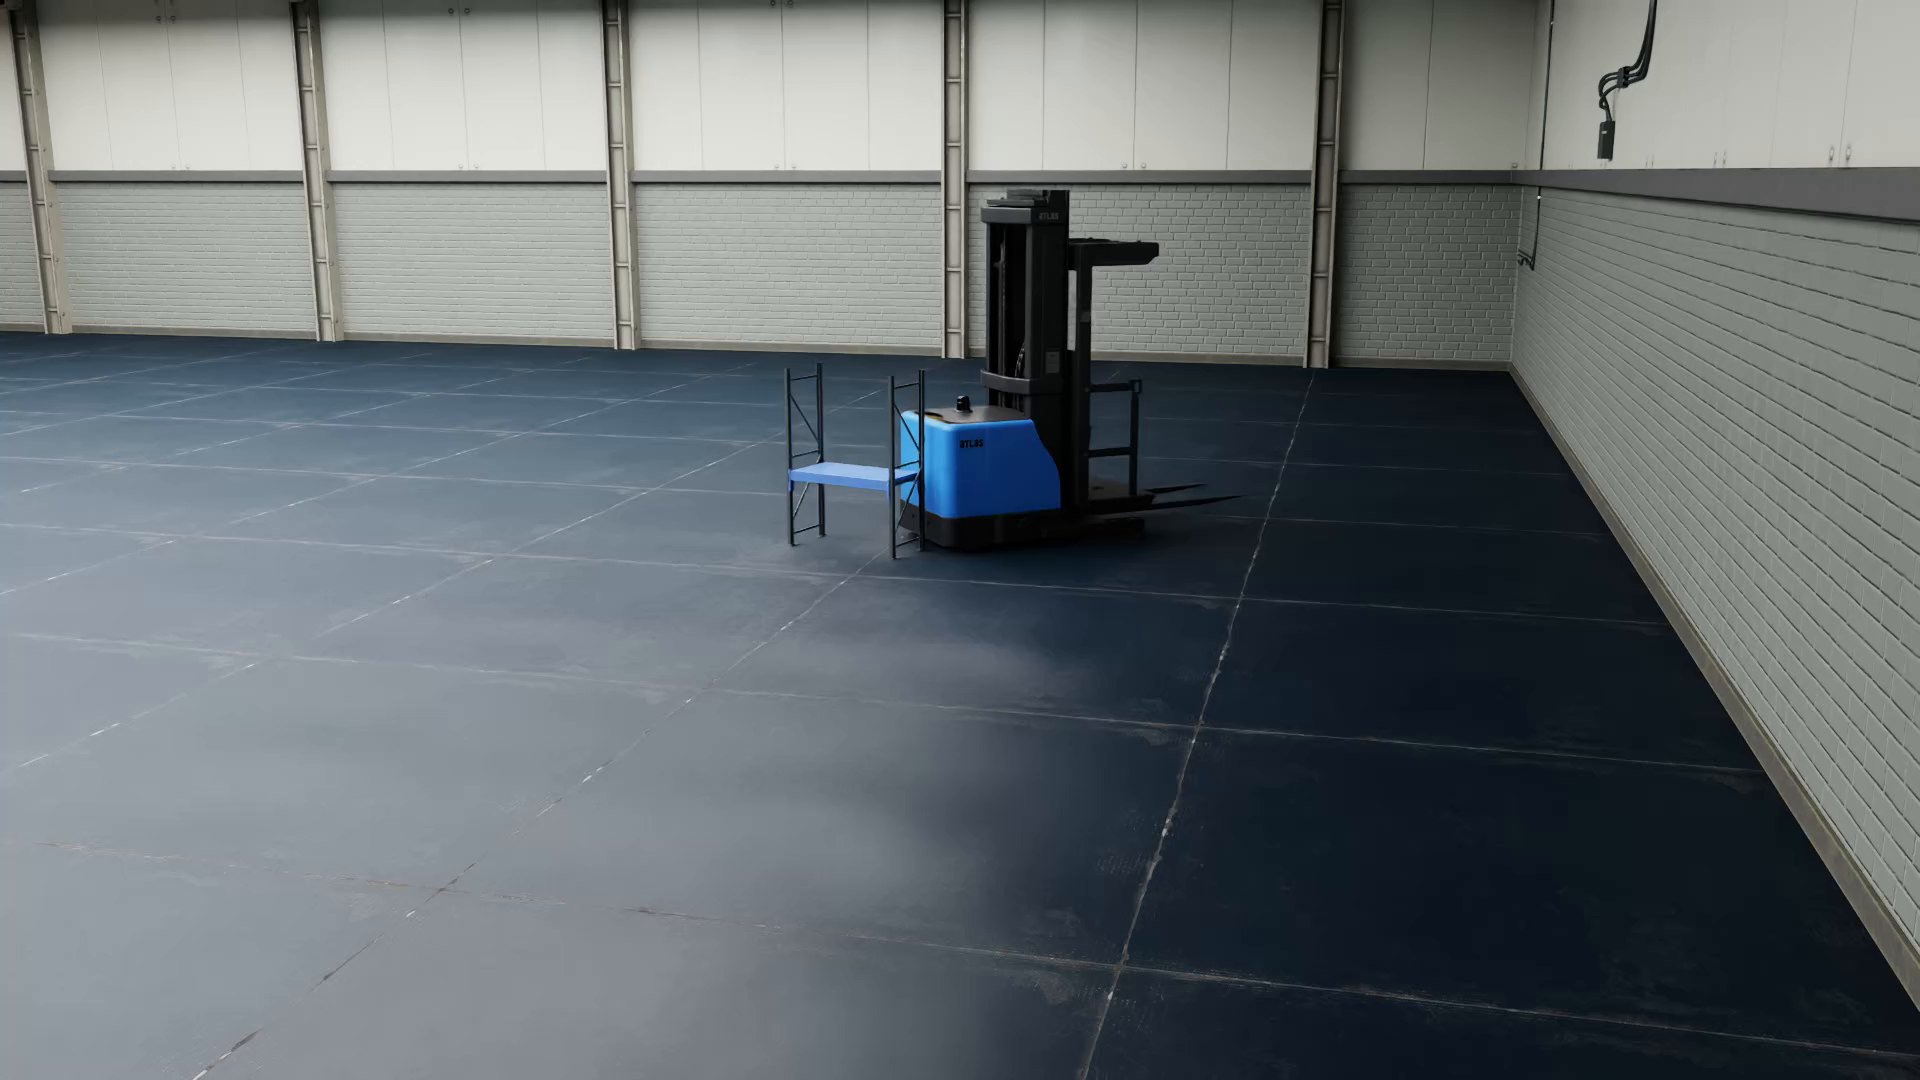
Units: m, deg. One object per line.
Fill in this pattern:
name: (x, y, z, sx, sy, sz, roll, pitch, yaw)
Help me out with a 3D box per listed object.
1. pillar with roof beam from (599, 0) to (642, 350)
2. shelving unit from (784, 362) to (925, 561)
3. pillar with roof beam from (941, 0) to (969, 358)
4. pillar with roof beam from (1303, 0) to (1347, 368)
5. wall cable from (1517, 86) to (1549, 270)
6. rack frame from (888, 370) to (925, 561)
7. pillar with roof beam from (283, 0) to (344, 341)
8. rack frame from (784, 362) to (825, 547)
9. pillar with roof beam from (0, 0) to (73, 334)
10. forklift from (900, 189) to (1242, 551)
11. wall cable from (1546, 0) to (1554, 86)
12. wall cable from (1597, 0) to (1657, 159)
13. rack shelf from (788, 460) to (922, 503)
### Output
pillar with roof beam: (-6.940, -6.901, 24.561, 0.400, 9.000, 9.100, 3, 13, 14)
shelving unit: (-0.869, -0.669, 13.784, 1.048, 1.500, 0.538, 7, 14, 30)
pillar with roof beam: (-1.115, -6.589, 23.158, 0.400, 9.000, 9.100, 3, 13, 14)
pillar with roof beam: (4.710, -6.278, 21.754, 0.400, 9.000, 9.100, 3, 13, 14)
wall cable: (8.285, -5.236, 24.229, 0.112, 2.526, 3.097, 3, 13, 14)
rack frame: (-0.431, -0.613, 13.533, 0.032, 1.500, 0.500, 7, 14, 30)
pillar with roof beam: (-12.766, -7.212, 25.965, 0.548, 9.000, 9.100, 3, 13, 14)
rack frame: (-1.308, -0.724, 14.036, 0.032, 1.500, 0.500, 7, 14, 30)
pillar with roof beam: (-18.591, -7.523, 27.368, 0.548, 9.000, 9.100, 3, 13, 14)
forklift: (1.035, -1.538, 14.398, 3.031, 2.935, 1.130, -6, 14, -25)
wall cable: (7.637, -7.133, 21.117, 0.112, 2.526, 3.097, 3, 13, 14)
wall cable: (5.995, -6.417, 14.530, 0.169, 6.003, 2.305, 3, 13, 14)
rack shelf: (-0.869, -0.493, 13.823, 1.000, 0.185, 0.538, 7, 14, 30)
